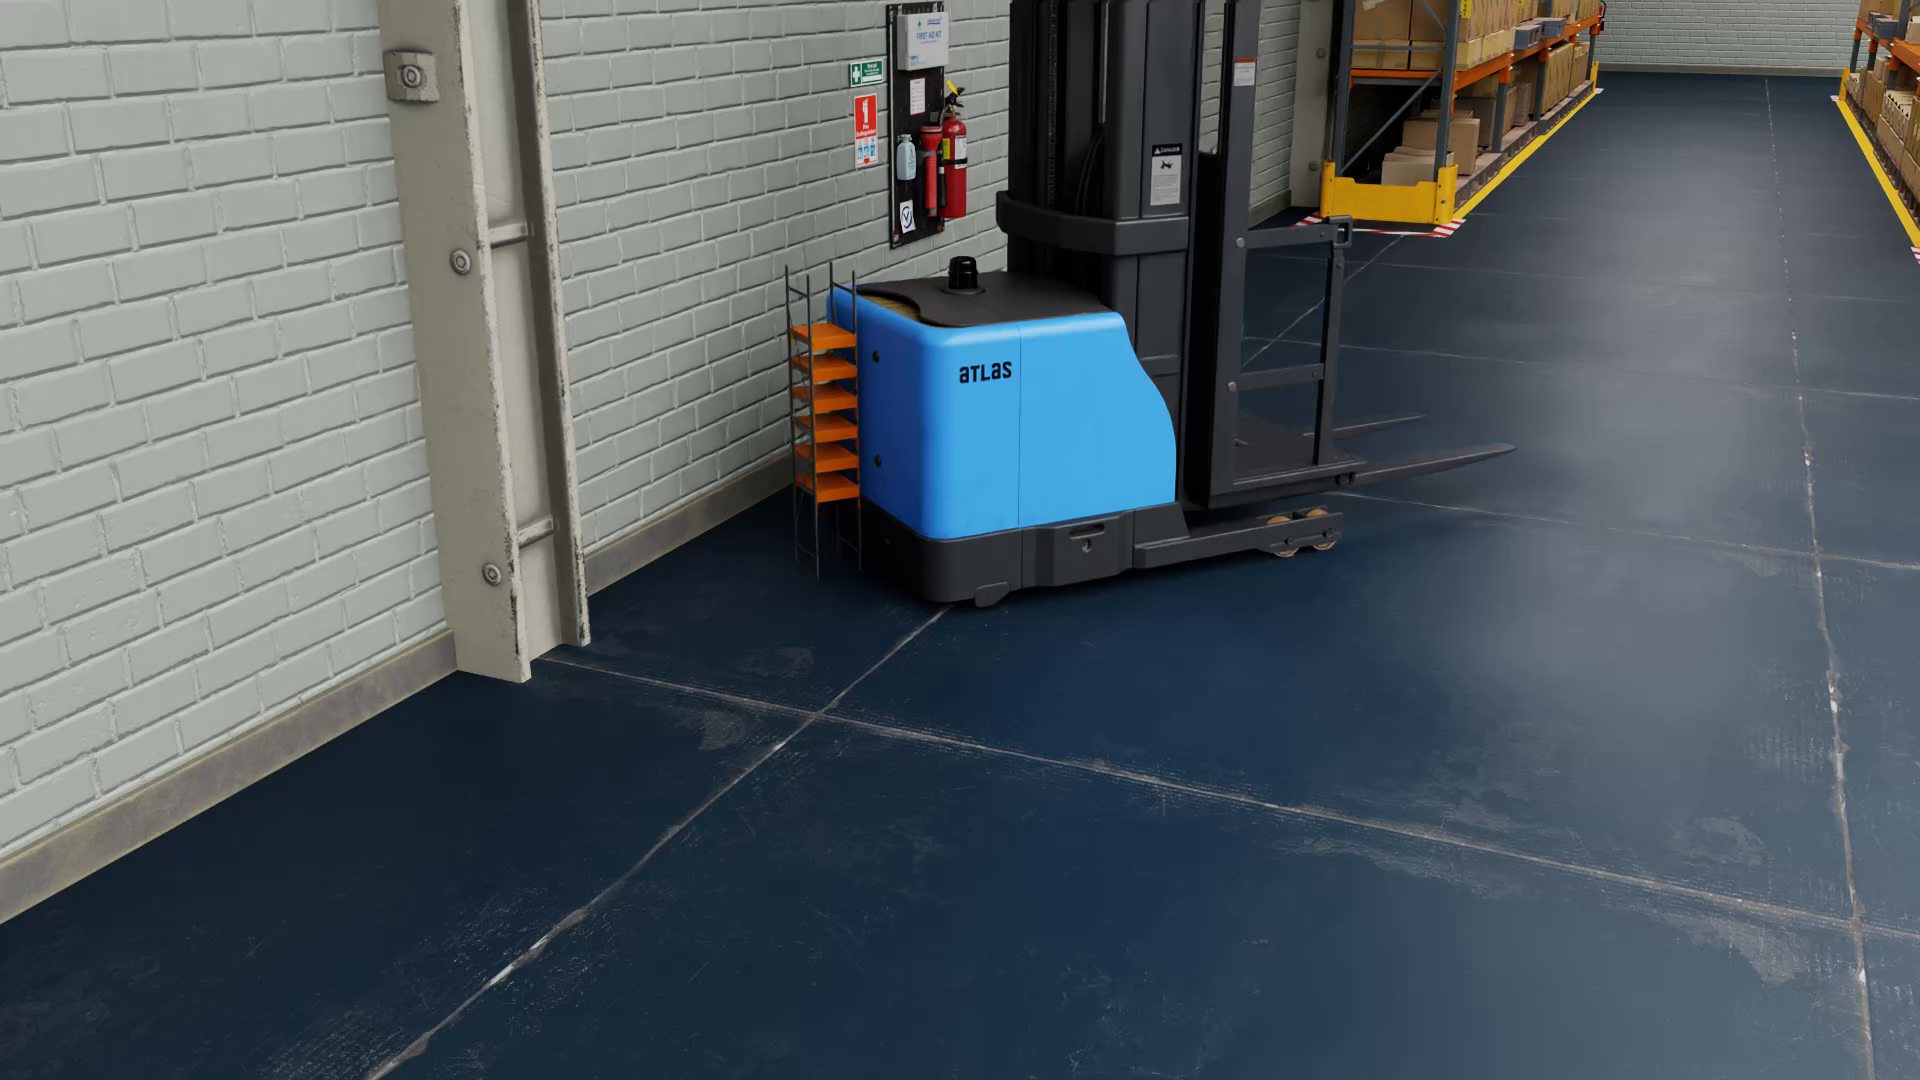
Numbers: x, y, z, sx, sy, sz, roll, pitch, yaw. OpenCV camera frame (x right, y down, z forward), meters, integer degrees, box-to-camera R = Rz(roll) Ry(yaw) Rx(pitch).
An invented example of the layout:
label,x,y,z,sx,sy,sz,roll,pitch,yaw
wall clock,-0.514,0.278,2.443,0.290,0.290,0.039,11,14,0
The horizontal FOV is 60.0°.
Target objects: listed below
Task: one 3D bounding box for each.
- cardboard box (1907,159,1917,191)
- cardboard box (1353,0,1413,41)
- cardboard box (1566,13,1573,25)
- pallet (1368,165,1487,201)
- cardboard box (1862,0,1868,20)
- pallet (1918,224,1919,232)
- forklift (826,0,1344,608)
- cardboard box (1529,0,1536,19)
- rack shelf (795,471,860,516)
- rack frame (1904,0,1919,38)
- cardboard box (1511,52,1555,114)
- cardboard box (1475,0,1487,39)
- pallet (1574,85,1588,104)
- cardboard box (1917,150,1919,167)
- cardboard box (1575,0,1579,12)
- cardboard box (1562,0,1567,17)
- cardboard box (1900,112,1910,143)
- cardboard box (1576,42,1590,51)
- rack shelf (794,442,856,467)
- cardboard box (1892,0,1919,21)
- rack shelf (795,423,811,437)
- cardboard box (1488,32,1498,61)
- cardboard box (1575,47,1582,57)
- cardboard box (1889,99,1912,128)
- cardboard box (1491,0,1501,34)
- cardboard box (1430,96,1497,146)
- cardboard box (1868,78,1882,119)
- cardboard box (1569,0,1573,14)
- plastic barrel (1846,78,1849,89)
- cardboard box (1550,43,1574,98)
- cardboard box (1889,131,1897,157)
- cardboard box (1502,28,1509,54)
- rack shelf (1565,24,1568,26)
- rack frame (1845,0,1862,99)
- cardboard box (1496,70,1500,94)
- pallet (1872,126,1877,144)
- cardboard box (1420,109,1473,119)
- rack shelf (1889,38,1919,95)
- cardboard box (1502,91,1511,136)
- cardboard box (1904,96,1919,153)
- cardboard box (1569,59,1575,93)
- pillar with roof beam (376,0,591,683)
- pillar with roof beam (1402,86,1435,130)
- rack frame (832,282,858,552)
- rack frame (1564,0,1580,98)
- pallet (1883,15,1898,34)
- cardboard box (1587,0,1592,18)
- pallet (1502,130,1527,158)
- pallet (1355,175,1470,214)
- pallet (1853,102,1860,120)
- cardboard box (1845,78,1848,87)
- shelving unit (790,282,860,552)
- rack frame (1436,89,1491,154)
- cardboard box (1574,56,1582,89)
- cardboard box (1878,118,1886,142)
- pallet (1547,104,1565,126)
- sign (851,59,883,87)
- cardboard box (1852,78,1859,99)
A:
label,x,y,z,sx,sy,sz,roll,pitch,yaw
cardboard box,9.151,-3.390,15.501,0.500,0.250,0.500,9,21,23
cardboard box,3.877,-4.813,15.101,0.500,0.500,0.500,8,21,22
cardboard box,8.628,-7.523,23.990,0.380,0.149,0.250,9,21,23
pallet,4.775,-3.672,16.979,1.003,0.211,1.213,9,21,23
cardboard box,14.114,-8.196,25.390,0.500,0.500,0.500,8,21,23
pallet,8.674,-2.595,13.950,1.003,0.211,1.213,9,21,23
forklift,1.007,-1.457,6.690,3.031,2.935,1.130,-10,22,-25
cardboard box,6.766,-6.728,20.605,0.700,0.500,0.500,6,21,18
rack shelf,-0.529,-0.192,6.566,0.180,0.103,0.258,-10,22,-25
rack frame,11.672,-6.115,19.687,0.949,2.616,0.053,9,21,23
cardboard box,7.513,-6.405,22.415,0.885,1.199,0.750,8,21,22
cardboard box,4.559,-4.894,15.329,0.500,0.500,0.500,9,21,23
pallet,9.673,-7.298,27.175,1.003,0.211,1.213,9,21,23
cardboard box,8.949,-3.590,14.944,0.500,0.500,0.500,9,21,23
cardboard box,8.833,-8.037,24.468,0.500,0.500,0.500,8,21,22
cardboard box,8.013,-7.414,22.715,0.500,0.500,0.500,8,21,22
cardboard box,9.941,-4.222,17.003,0.500,0.311,0.500,9,21,23
cardboard box,10.348,-8.273,27.889,0.380,0.149,0.250,8,21,22
rack shelf,-0.529,-0.330,6.517,0.171,0.034,0.221,-10,22,-25
cardboard box,11.830,-6.568,20.184,0.700,0.500,0.500,2,20,4
rack shelf,-0.529,-0.437,6.479,0.166,0.020,0.199,-10,22,-25
cardboard box,4.990,-4.862,16.357,0.500,0.250,0.500,9,21,23
cardboard box,9.712,-7.796,26.548,0.380,0.149,0.250,8,21,21
cardboard box,10.564,-4.687,18.311,0.500,0.311,0.500,8,21,22
cardboard box,4.977,-5.211,16.219,0.500,0.500,0.500,9,22,24
cardboard box,5.802,-4.827,19.140,0.700,0.500,0.500,9,22,25
cardboard box,12.265,-5.782,21.824,0.500,0.500,0.500,8,21,21
cardboard box,8.419,-7.727,23.597,0.500,0.500,0.500,9,21,23
plastic barrel,14.612,-6.899,20.517,5.570,3.481,10.597,9,21,23
cardboard box,8.644,-6.984,24.713,0.750,0.750,0.750,9,21,23
cardboard box,10.360,-4.272,17.980,0.500,0.250,0.500,9,21,24
cardboard box,5.387,-5.172,17.228,0.500,0.250,0.500,9,21,23
rack shelf,7.973,-7.158,23.401,0.919,0.124,3.809,9,21,23
rack frame,14.951,-8.560,26.562,1.000,3.000,0.127,9,21,23
cardboard box,6.189,-5.475,19.843,0.500,0.250,0.500,8,21,21
pallet,12.015,-5.024,20.780,1.003,0.211,1.213,9,21,23
cardboard box,5.127,-4.277,17.593,0.500,0.500,0.500,7,21,19
rack shelf,10.856,-5.164,18.087,1.077,0.370,4.000,9,21,23
cardboard box,6.214,-5.143,20.026,0.700,0.500,0.500,9,21,23
cardboard box,9.561,-4.049,16.234,0.500,0.500,0.500,9,21,23
cardboard box,9.192,-7.251,25.984,0.700,0.500,0.500,9,21,23
pillar with roof beam,2.389,-3.248,2.672,9.100,9.000,0.400,9,21,23
pillar with roof beam,9.760,-8.750,18.144,9.100,9.000,0.400,9,21,23
rack frame,-0.447,-0.473,6.509,0.002,1.046,0.228,-10,22,-25
rack frame,8.792,-8.016,25.032,1.000,3.000,0.127,9,21,23
pallet,12.467,-6.619,21.391,1.003,0.211,1.213,9,21,23
cardboard box,9.622,-8.767,26.696,0.980,0.700,0.700,7,21,20
pallet,6.332,-4.869,20.345,1.003,0.211,1.213,9,21,23
pallet,4.274,-3.301,15.935,1.003,0.211,1.213,9,21,23
pallet,13.595,-6.233,24.181,1.003,0.211,1.213,9,21,23
cardboard box,14.466,-7.343,26.739,0.380,0.149,0.250,9,21,23
shelving unit,-0.527,-0.460,6.471,0.183,1.046,0.258,-10,22,-25
rack frame,5.519,-5.570,18.154,0.949,2.616,0.053,9,21,23
cardboard box,9.613,-7.560,26.855,0.700,0.500,0.500,9,22,24
cardboard box,10.987,-4.743,19.307,0.500,0.250,0.500,8,21,21
pallet,8.046,-6.082,23.755,1.003,0.211,1.213,9,21,23
sign,-0.439,-2.208,7.856,0.001,0.109,0.331,9,21,23
cardboard box,13.594,-6.720,24.745,0.500,0.311,0.500,9,21,23
